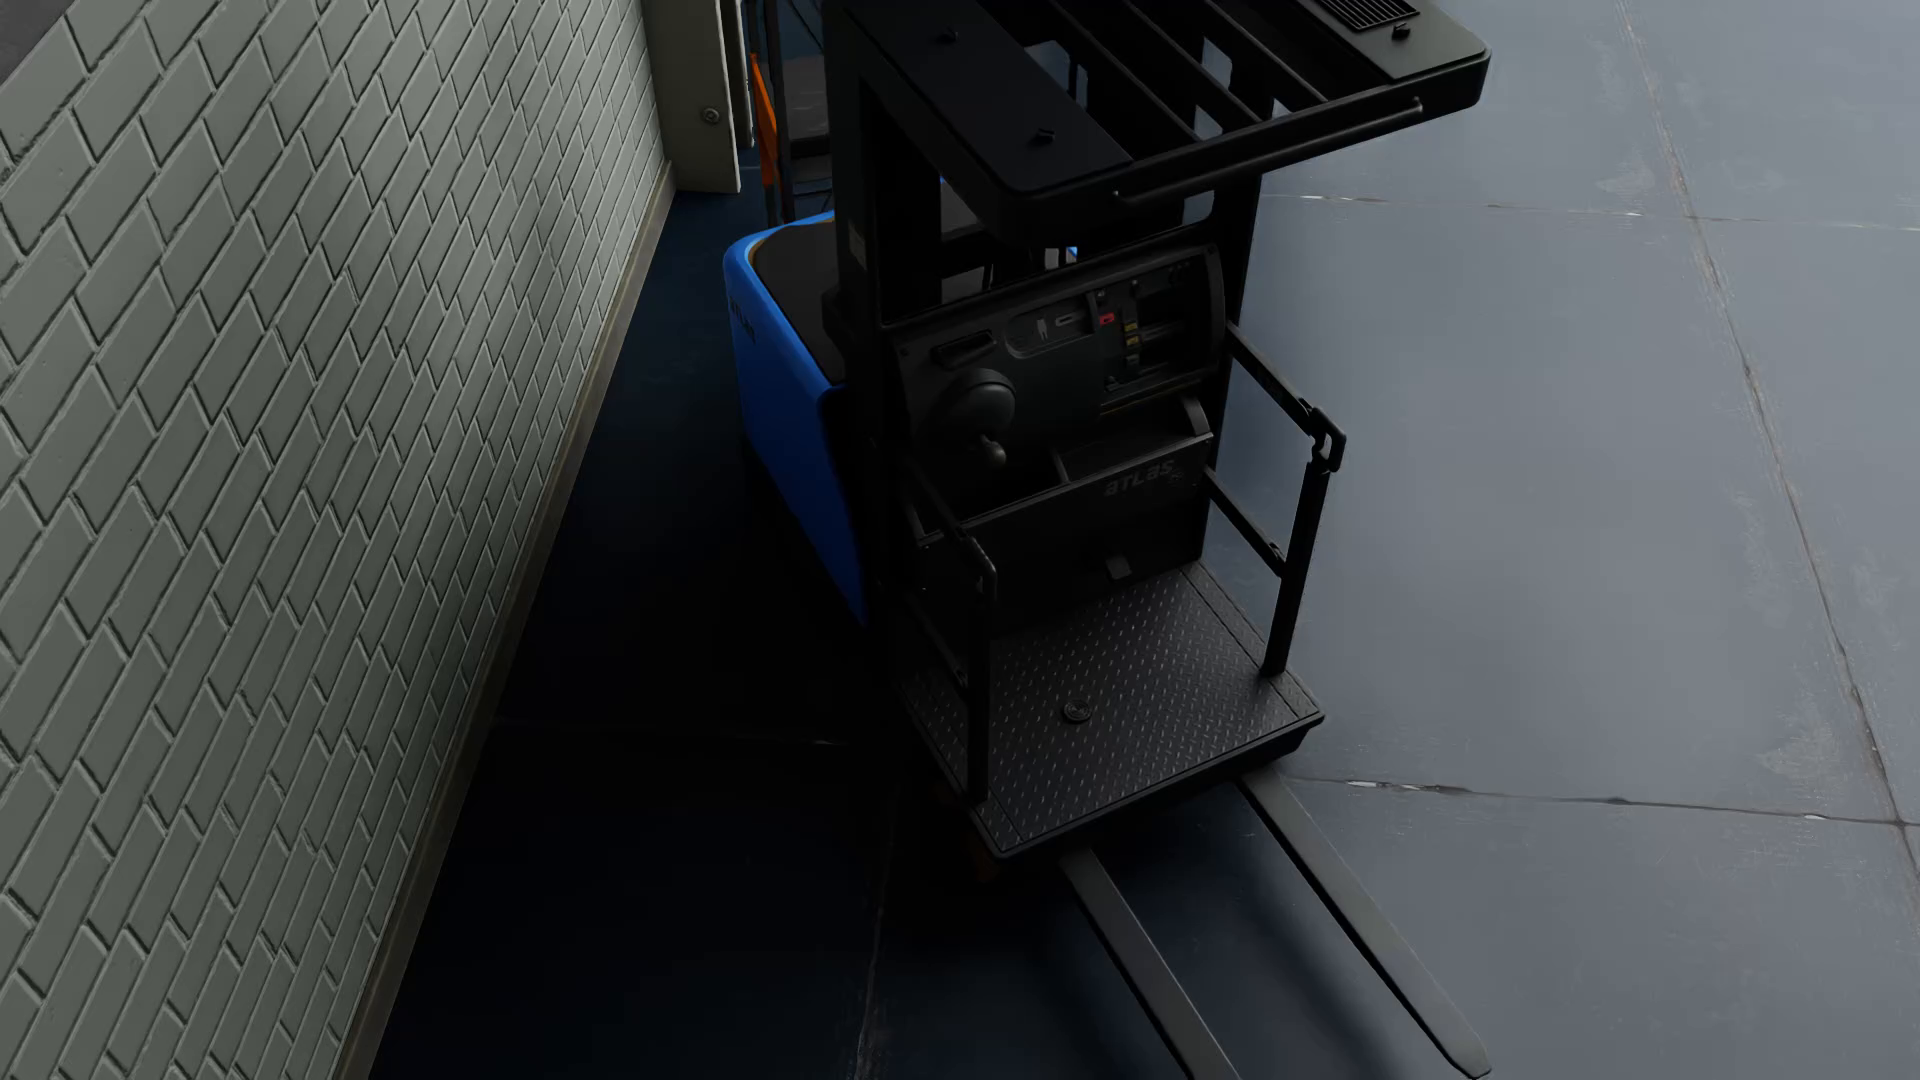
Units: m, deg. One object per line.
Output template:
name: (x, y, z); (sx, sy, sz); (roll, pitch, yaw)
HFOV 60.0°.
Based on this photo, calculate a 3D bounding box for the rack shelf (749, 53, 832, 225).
rack shelf: (-0.433, -1.290, 5.525); (0.431, 0.518, 0.480); (-11, 48, -10)

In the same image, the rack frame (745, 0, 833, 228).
rack frame: (-0.495, -1.473, 5.674); (0.400, 2.100, 0.015); (-11, 48, -10)

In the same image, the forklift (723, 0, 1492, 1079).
forklift: (0.367, -0.378, 4.109); (1.130, 2.935, 3.031); (-21, 51, -18)

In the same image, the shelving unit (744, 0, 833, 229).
shelving unit: (-0.433, -1.299, 5.515); (0.431, 2.100, 0.503); (-11, 48, -10)

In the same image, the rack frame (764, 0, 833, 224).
rack frame: (-0.371, -1.125, 5.356); (0.400, 2.100, 0.015); (-11, 48, -10)

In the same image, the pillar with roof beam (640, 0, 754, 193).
pillar with roof beam: (3.205, -4.385, 3.662); (9.100, 9.000, 0.400); (4, 48, 4)

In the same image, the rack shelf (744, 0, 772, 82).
rack shelf: (-0.433, -1.762, 5.009); (0.431, 0.518, 0.480); (-11, 48, -10)

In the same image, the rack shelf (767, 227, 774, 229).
rack shelf: (-0.433, -0.817, 6.042); (0.431, 0.518, 0.480); (-11, 48, -10)
